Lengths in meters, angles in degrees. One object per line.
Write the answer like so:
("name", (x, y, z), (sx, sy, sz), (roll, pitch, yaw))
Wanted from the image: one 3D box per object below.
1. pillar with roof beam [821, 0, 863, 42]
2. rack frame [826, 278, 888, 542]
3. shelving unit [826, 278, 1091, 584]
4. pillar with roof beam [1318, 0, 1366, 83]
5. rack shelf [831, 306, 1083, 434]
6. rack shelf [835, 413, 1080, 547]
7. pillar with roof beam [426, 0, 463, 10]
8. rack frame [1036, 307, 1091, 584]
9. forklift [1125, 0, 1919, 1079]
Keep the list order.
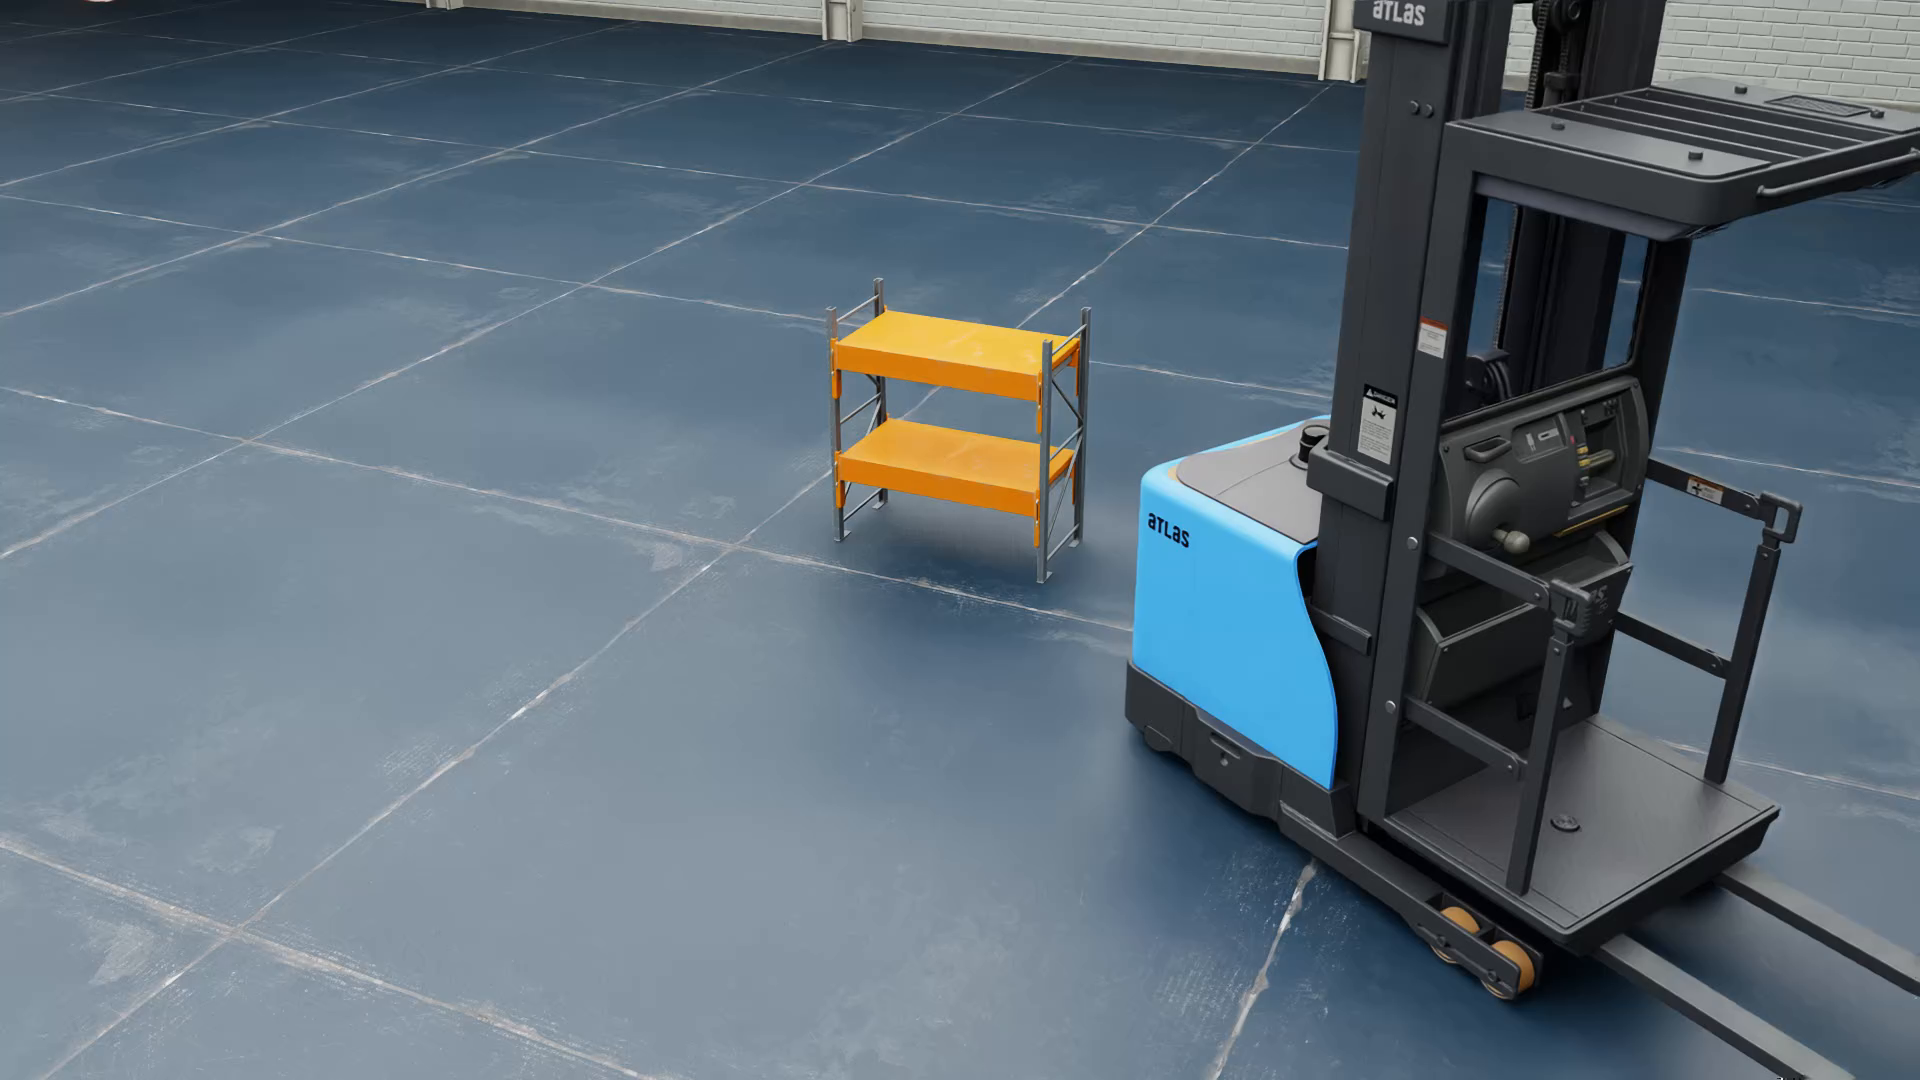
("pillar with roof beam", (-3.189, -8.329, 14.480), (0.400, 9.000, 9.100), (11, 28, 22))
("rack frame", (-0.469, -0.599, 7.693), (0.032, 1.125, 0.500), (11, 28, 22))
("shelving unit", (-0.006, -0.506, 7.504), (1.048, 1.125, 0.538), (11, 28, 22))
("pillar with roof beam", (2.273, -7.232, 12.252), (0.400, 9.000, 9.100), (11, 28, 22))
("rack shelf", (-0.006, -0.768, 7.375), (1.000, 0.278, 0.538), (11, 28, 22))
("rack shelf", (-0.006, -0.287, 7.612), (1.000, 0.278, 0.538), (11, 28, 22))
("pillar with roof beam", (-8.650, -9.426, 16.708), (0.400, 9.000, 9.100), (11, 28, 22))
("rack frame", (0.457, -0.413, 7.315), (0.032, 1.125, 0.500), (11, 28, 22))
("forklift", (1.877, -0.190, 4.817), (1.130, 2.935, 3.031), (-17, 31, -31))
